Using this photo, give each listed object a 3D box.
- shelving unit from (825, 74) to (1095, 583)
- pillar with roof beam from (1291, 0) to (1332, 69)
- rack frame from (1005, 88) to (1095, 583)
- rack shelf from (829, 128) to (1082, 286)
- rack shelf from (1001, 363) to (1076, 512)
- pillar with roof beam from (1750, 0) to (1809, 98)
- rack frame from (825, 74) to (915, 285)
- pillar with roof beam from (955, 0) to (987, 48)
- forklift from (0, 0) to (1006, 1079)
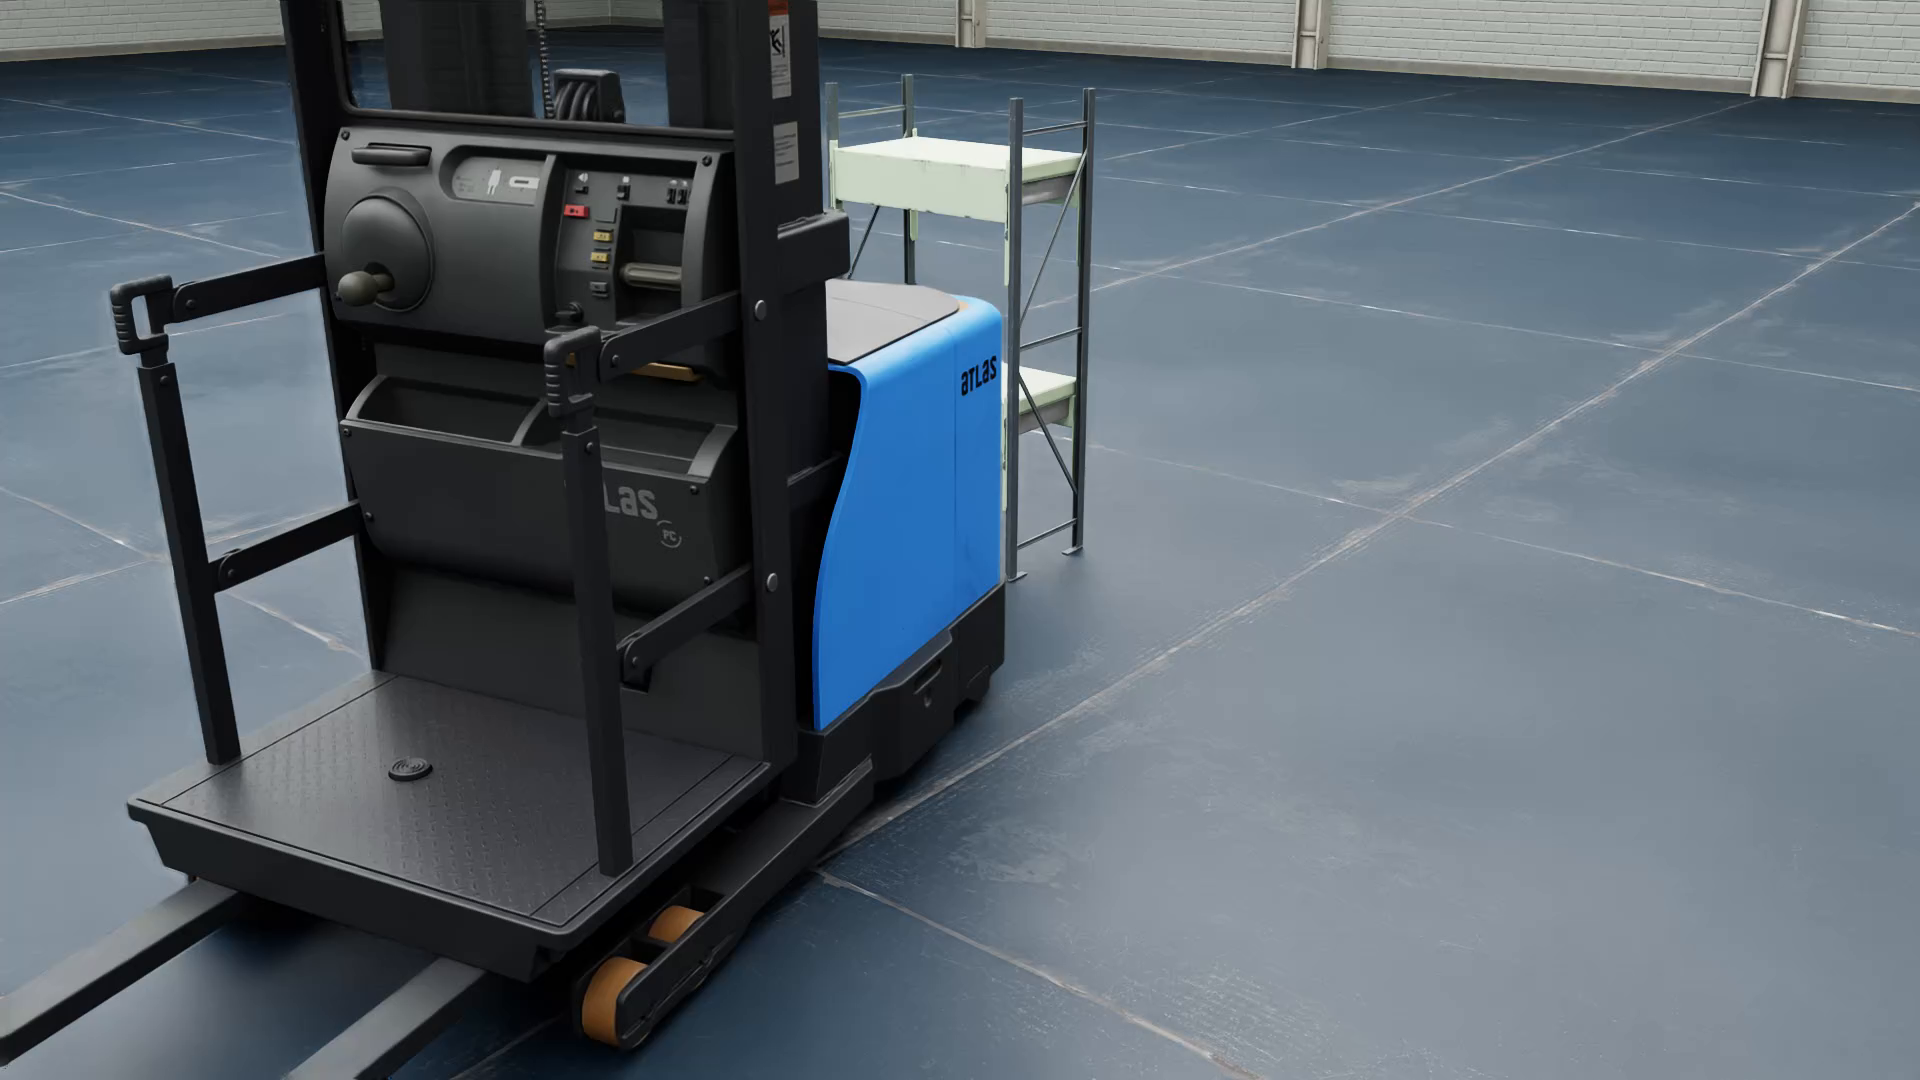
[{"bbox_3d":[-0.005,-0.703,5.407,0.755,1.500,0.431,16,26,36],"label":"shelving unit"},{"bbox_3d":[2.100,-9.554,18.250,0.400,9.000,9.100,16,26,36],"label":"pillar with roof beam"},{"bbox_3d":[0.278,-0.622,5.191,0.023,1.500,0.400,16,26,36],"label":"rack frame"},{"bbox_3d":[-0.005,-1.068,5.270,0.720,0.370,0.431,16,26,36],"label":"rack shelf"},{"bbox_3d":[-0.005,-0.398,5.523,0.720,0.370,0.431,16,26,36],"label":"rack shelf"},{"bbox_3d":[6.748,-8.215,14.700,0.400,9.000,9.100,16,26,36],"label":"pillar with roof beam"},{"bbox_3d":[-0.289,-0.785,5.624,0.023,1.500,0.400,16,26,36],"label":"rack frame"},{"bbox_3d":[-2.549,-10.893,21.800,0.400,9.000,9.100,16,26,36],"label":"pillar with roof beam"},{"bbox_3d":[-0.964,-0.590,3.080,1.130,2.935,3.031,9,23,24],"label":"forklift"}]
